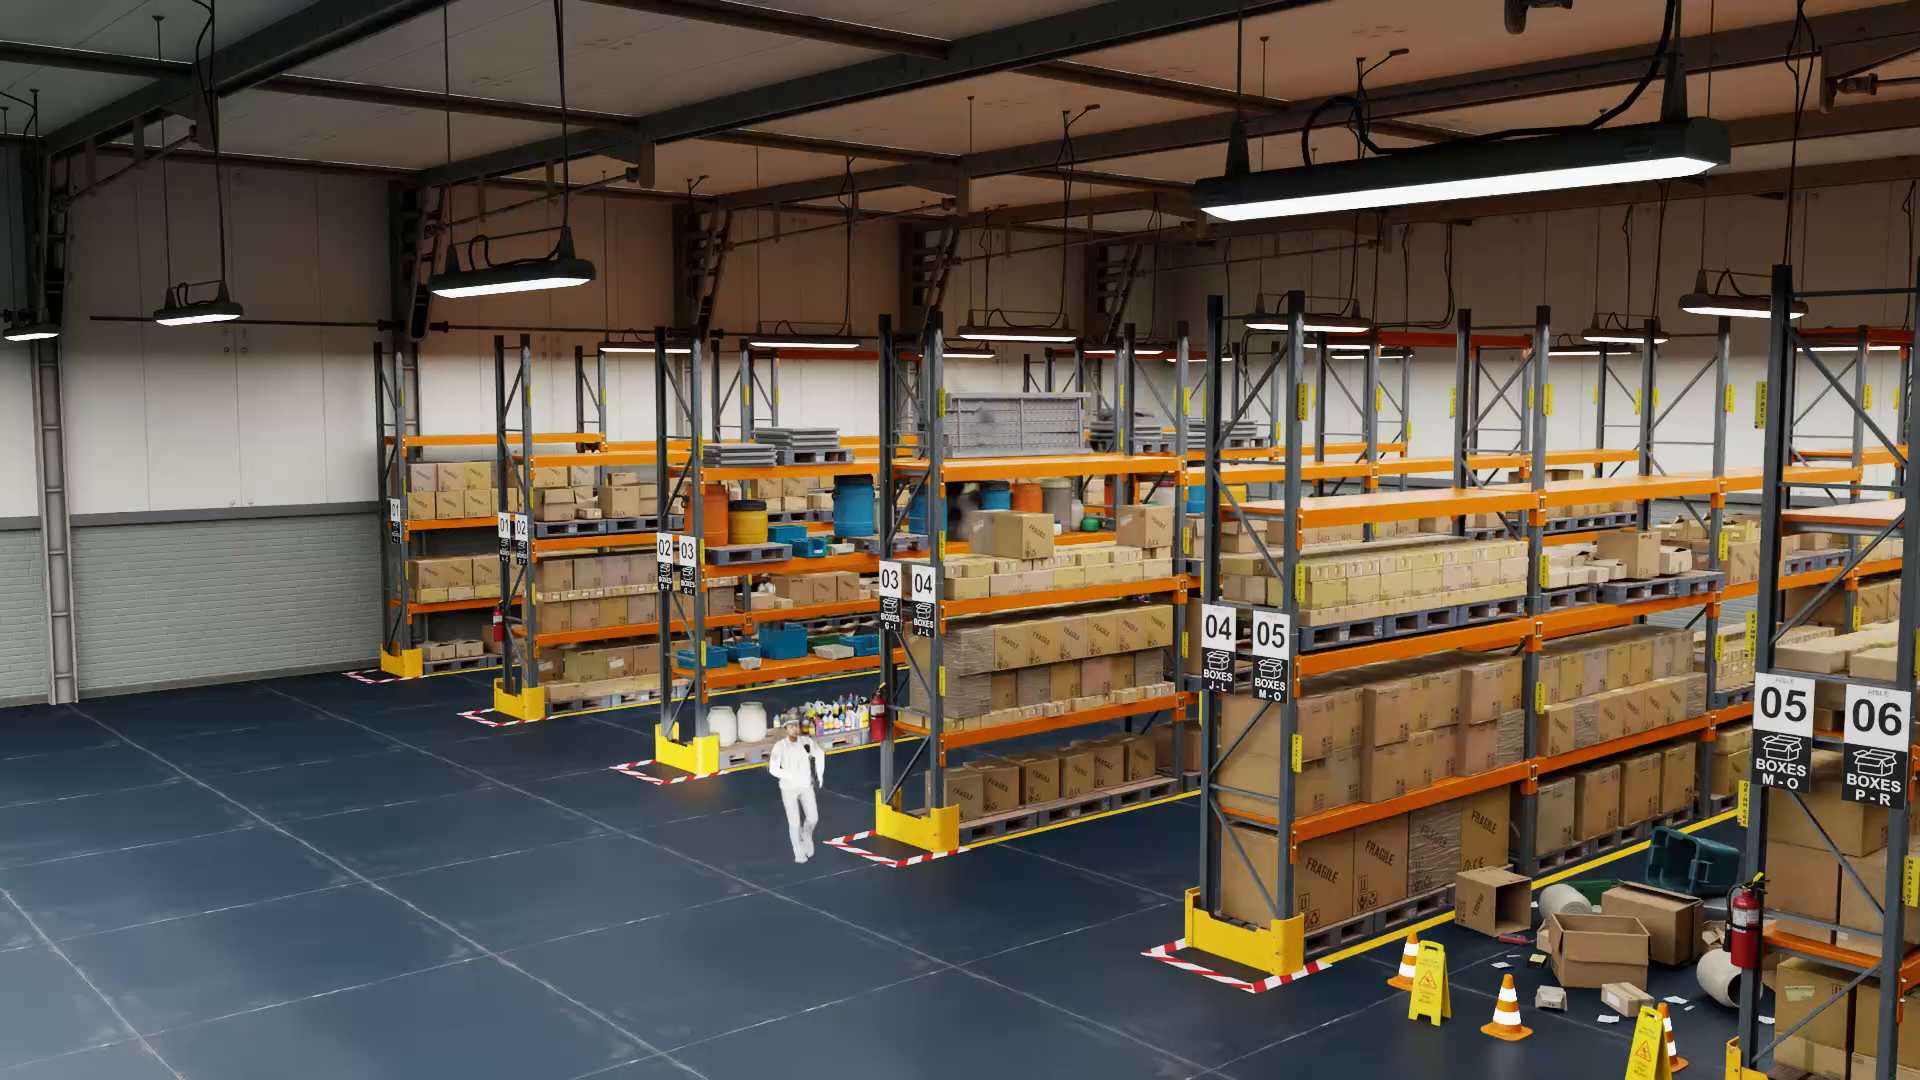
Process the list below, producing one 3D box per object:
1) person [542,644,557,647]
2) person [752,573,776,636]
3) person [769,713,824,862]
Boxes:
[{"bbox_3d":[-7.152,1.744,28.662,0.693,1.673,0.681,4,6,35],"label":"person"},{"bbox_3d":[-3.703,1.437,31.818,0.558,1.755,0.758,4,6,36],"label":"person"},{"bbox_3d":[-1.773,2.699,18.086,0.598,1.655,0.523,-1,5,-13],"label":"person"}]
